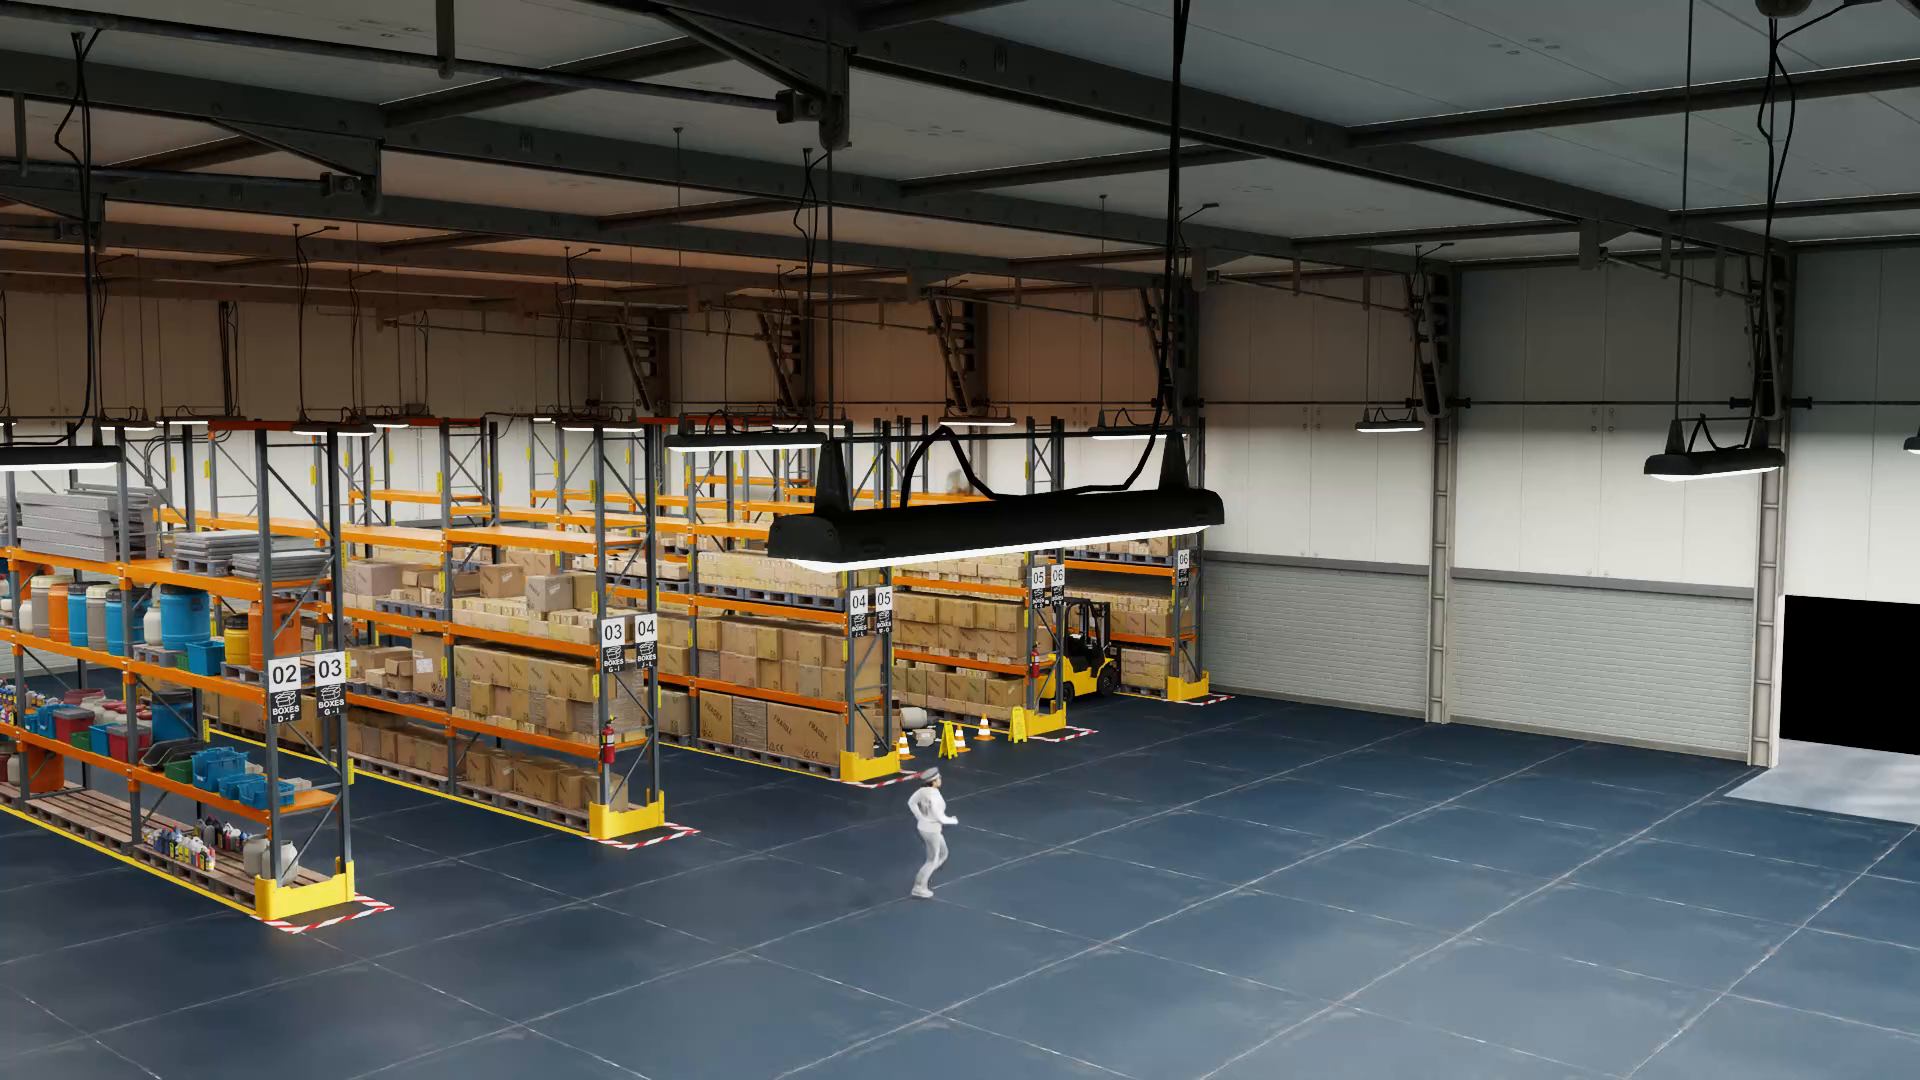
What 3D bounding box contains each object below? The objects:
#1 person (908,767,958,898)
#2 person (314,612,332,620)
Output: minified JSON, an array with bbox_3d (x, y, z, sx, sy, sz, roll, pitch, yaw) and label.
[{"bbox_3d":[-0.344,3.732,21.288,0.624,1.663,0.640,-2,5,-19],"label":"person"},{"bbox_3d":[-14.796,2.239,38.706,0.764,1.729,0.962,2,5,18],"label":"person"}]
